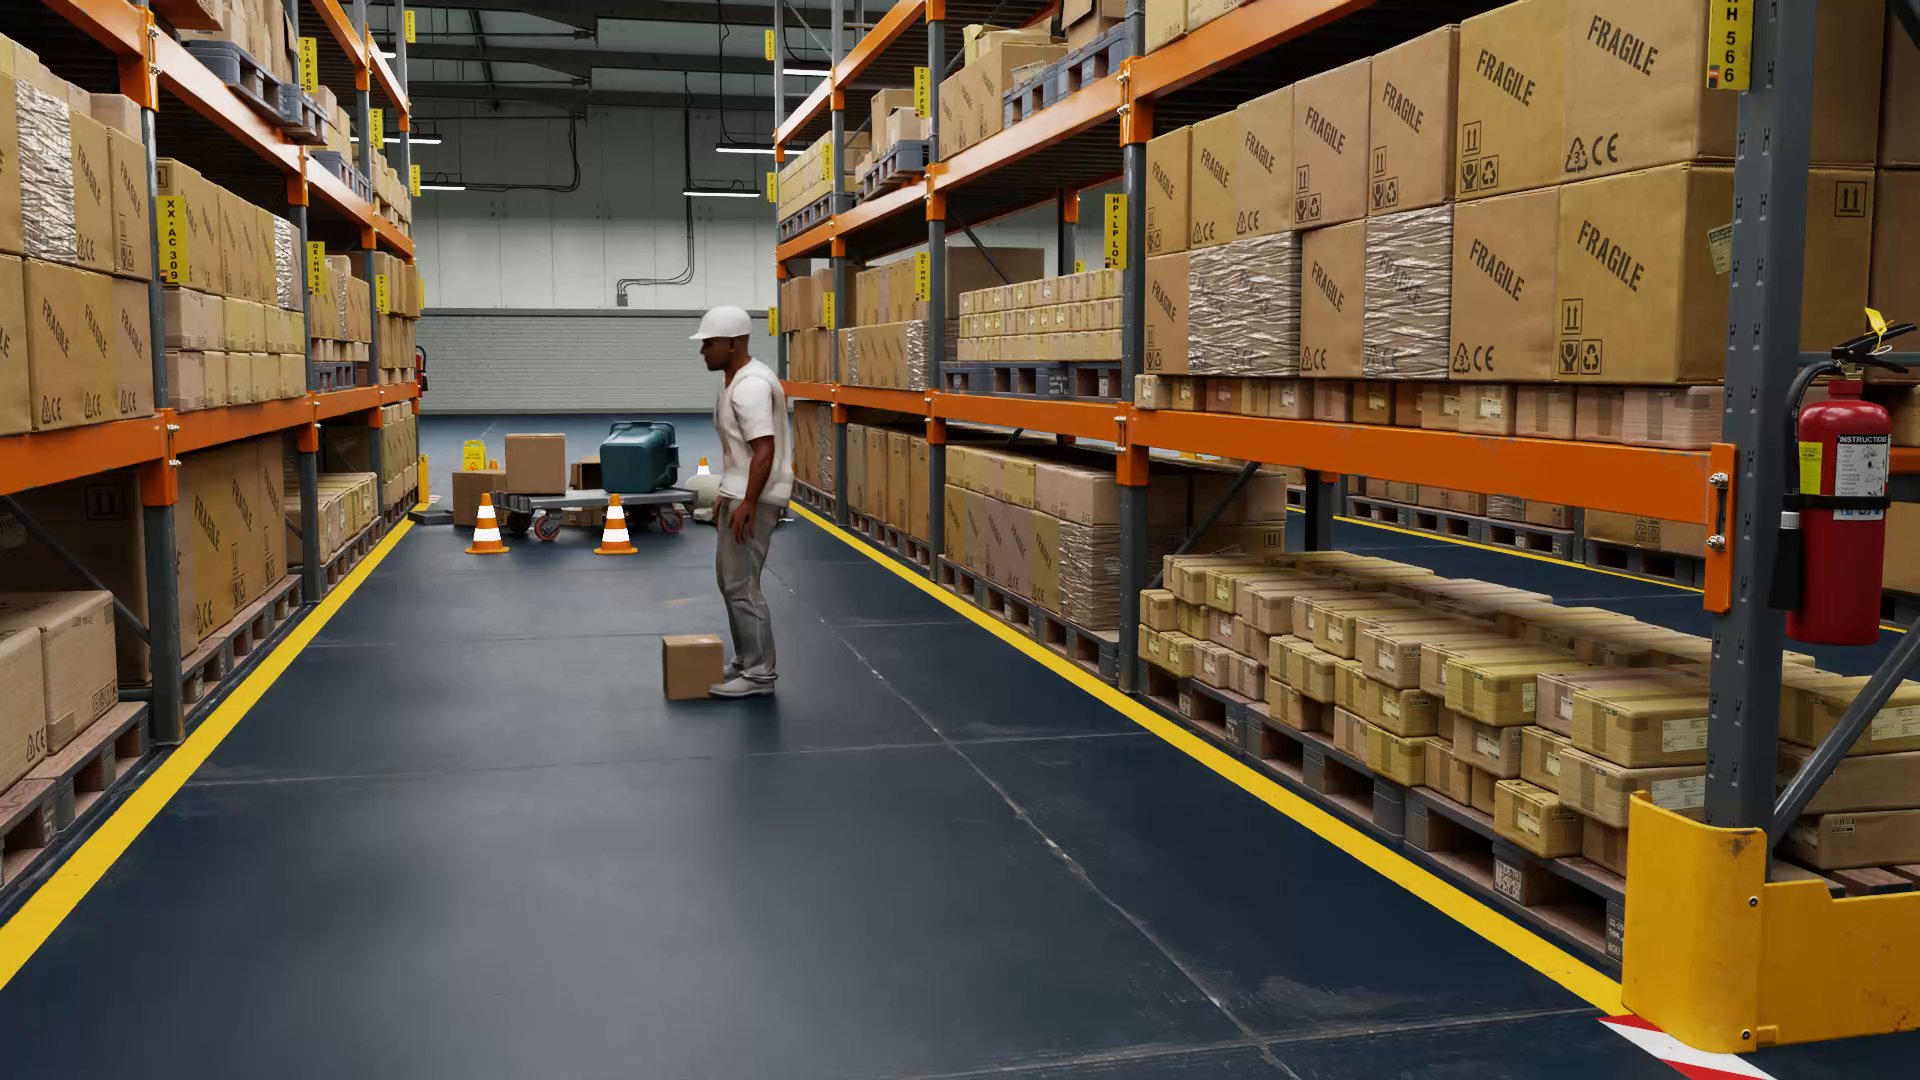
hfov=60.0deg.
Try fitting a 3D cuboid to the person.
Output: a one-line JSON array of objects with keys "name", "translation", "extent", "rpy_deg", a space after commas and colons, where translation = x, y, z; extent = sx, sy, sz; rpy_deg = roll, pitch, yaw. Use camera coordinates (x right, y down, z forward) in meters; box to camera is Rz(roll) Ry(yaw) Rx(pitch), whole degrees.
[{"name": "person", "translation": [-0.993, -0.178, 7.559], "extent": [0.456, 1.757, 0.613], "rpy_deg": [-2, 6, -16]}]
